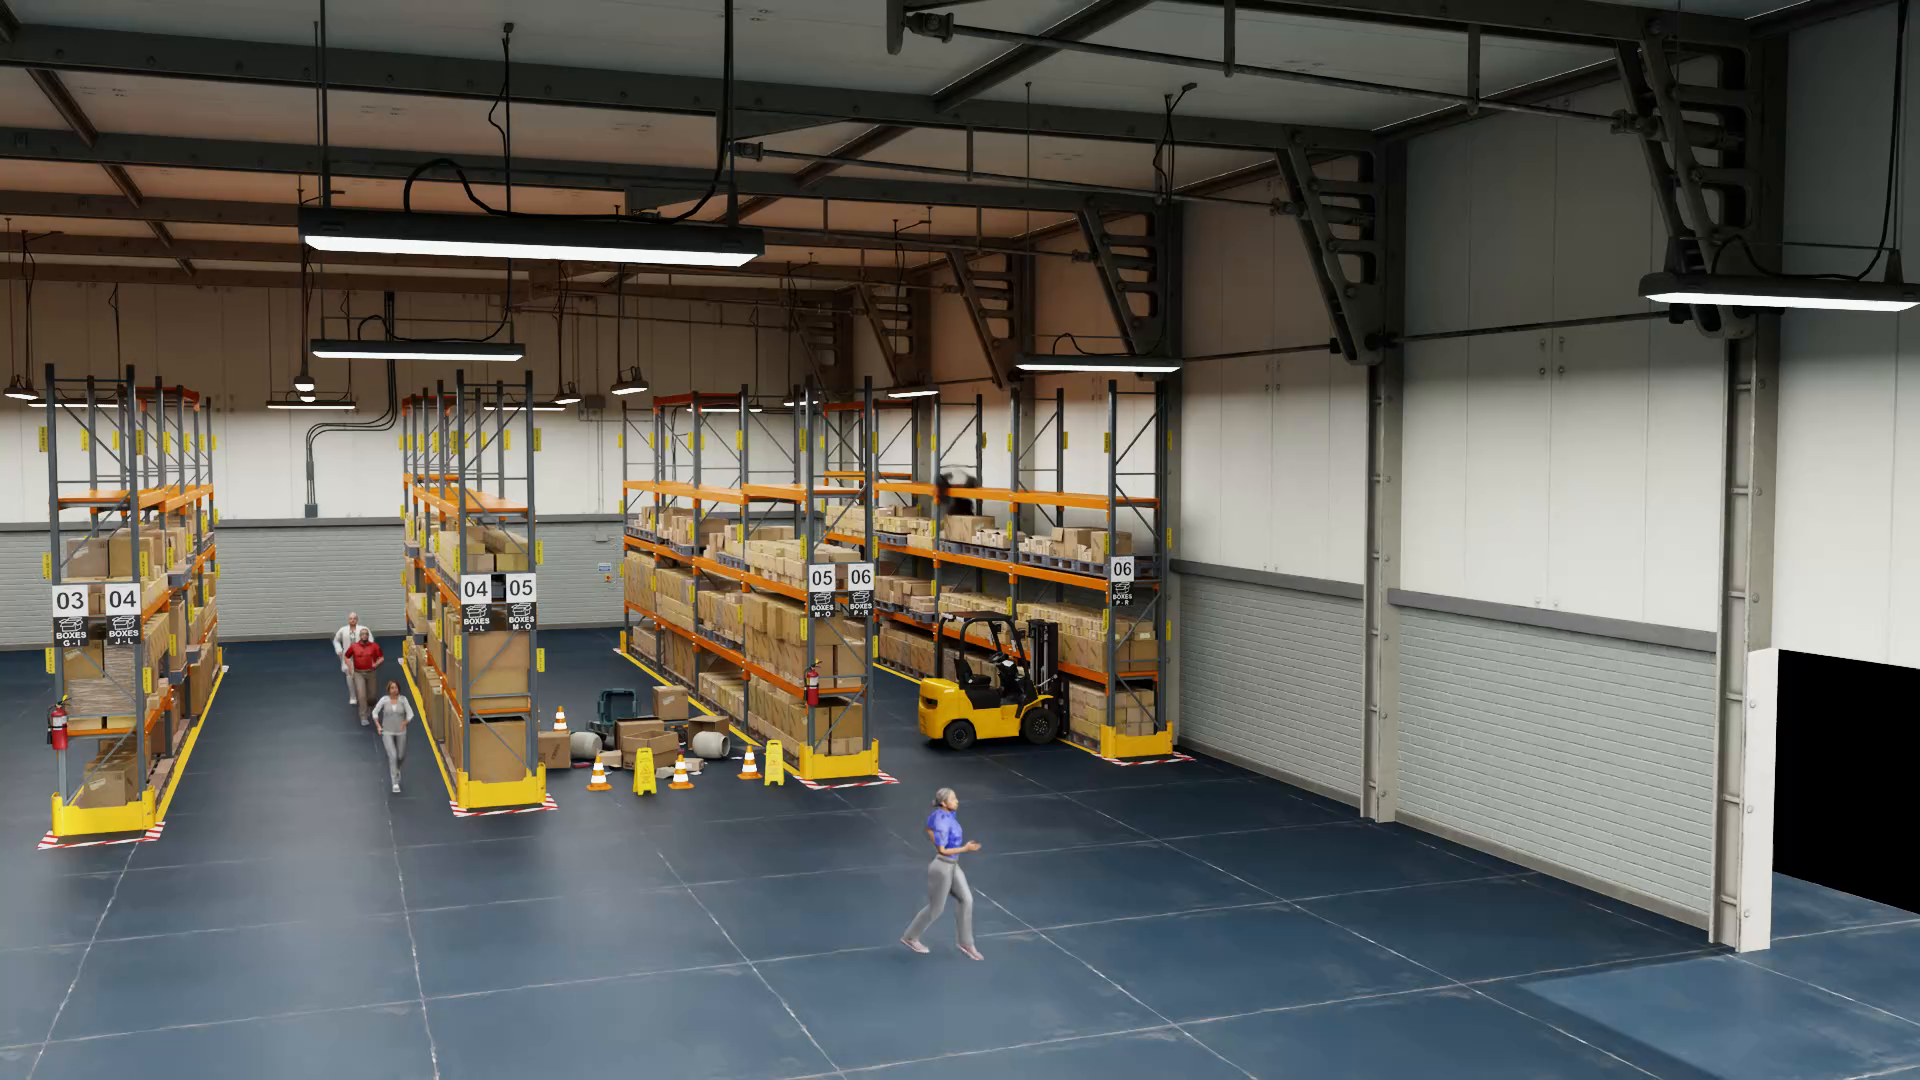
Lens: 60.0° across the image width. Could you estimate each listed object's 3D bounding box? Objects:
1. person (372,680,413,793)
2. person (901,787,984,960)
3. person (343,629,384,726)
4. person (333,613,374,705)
[{"bbox_3d":[-8.176,2.804,23.989,0.558,1.586,0.750,-2,4,-27],"label":"person"},{"bbox_3d":[-0.179,3.237,16.080,0.794,1.716,0.564,1,3,12],"label":"person"},{"bbox_3d":[-10.614,2.422,29.649,0.675,1.688,0.809,-2,4,-26],"label":"person"},{"bbox_3d":[-11.640,2.307,31.938,0.752,1.647,0.774,-1,3,-17],"label":"person"}]
